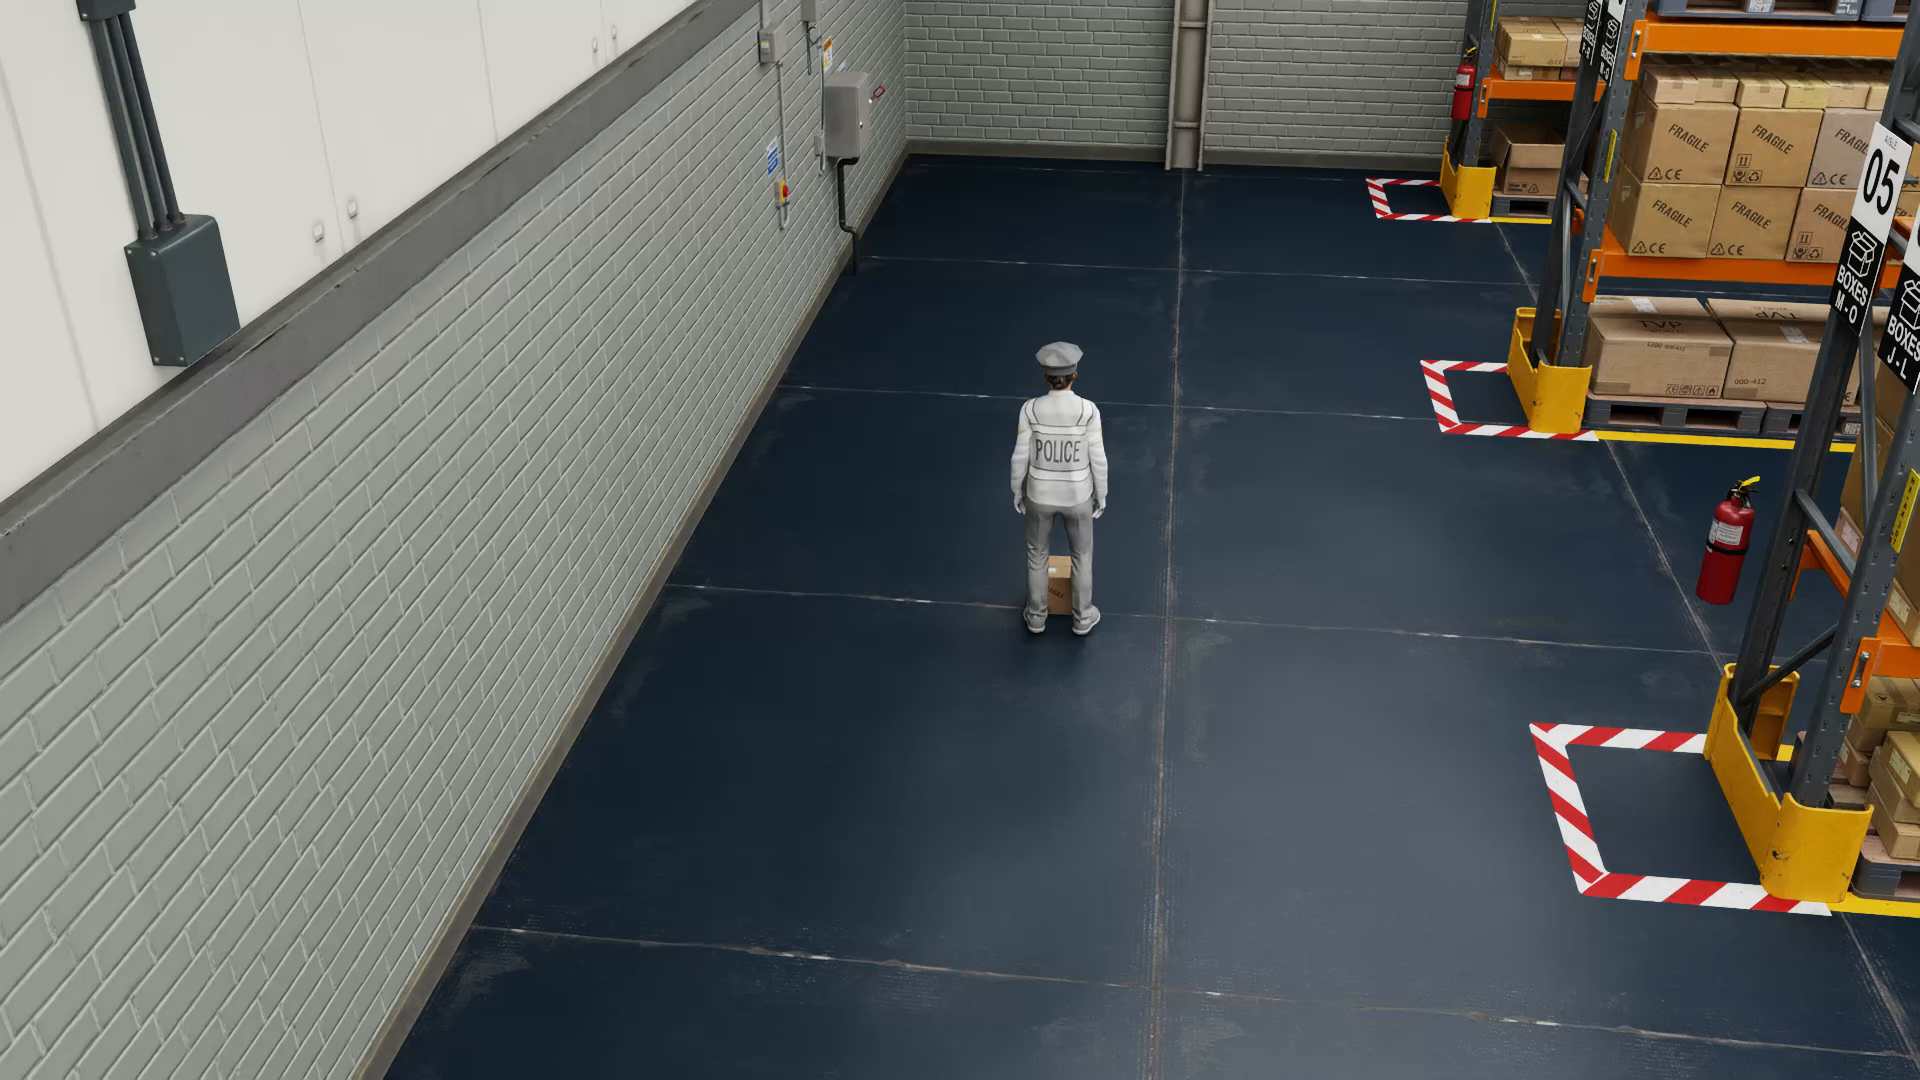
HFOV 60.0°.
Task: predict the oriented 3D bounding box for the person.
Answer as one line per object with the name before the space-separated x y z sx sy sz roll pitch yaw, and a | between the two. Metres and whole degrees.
person | 0.539 -0.242 9.068 0.526 1.660 0.373 3 29 5
